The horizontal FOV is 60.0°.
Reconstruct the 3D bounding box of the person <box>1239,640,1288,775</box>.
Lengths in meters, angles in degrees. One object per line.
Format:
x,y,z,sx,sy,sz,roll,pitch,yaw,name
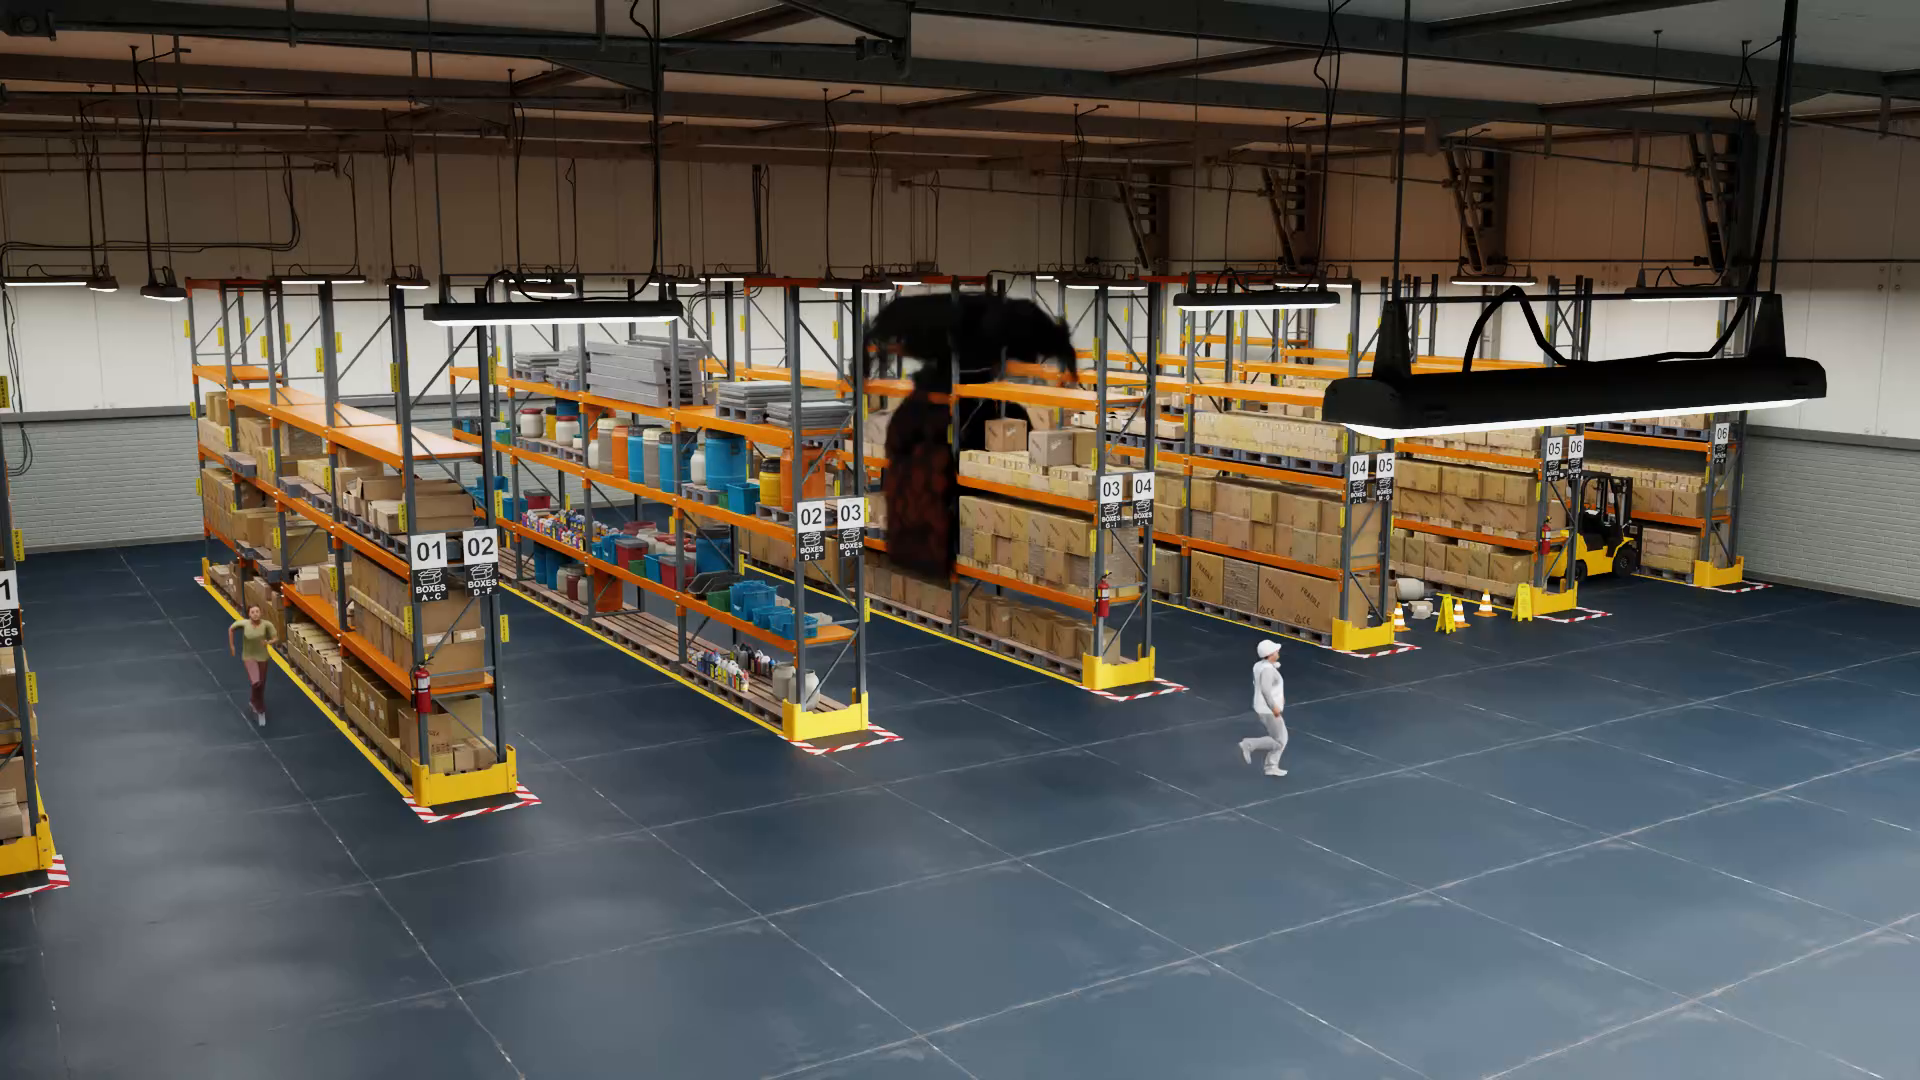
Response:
3.759,2.080,20.539,0.643,1.728,0.678,0,10,0,person

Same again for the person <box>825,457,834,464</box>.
-3.181,-1.151,39.717,0.716,1.712,0.543,-5,11,-25,person

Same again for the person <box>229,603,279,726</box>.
-9.759,1.681,23.043,0.599,1.693,0.817,-6,11,-31,person
